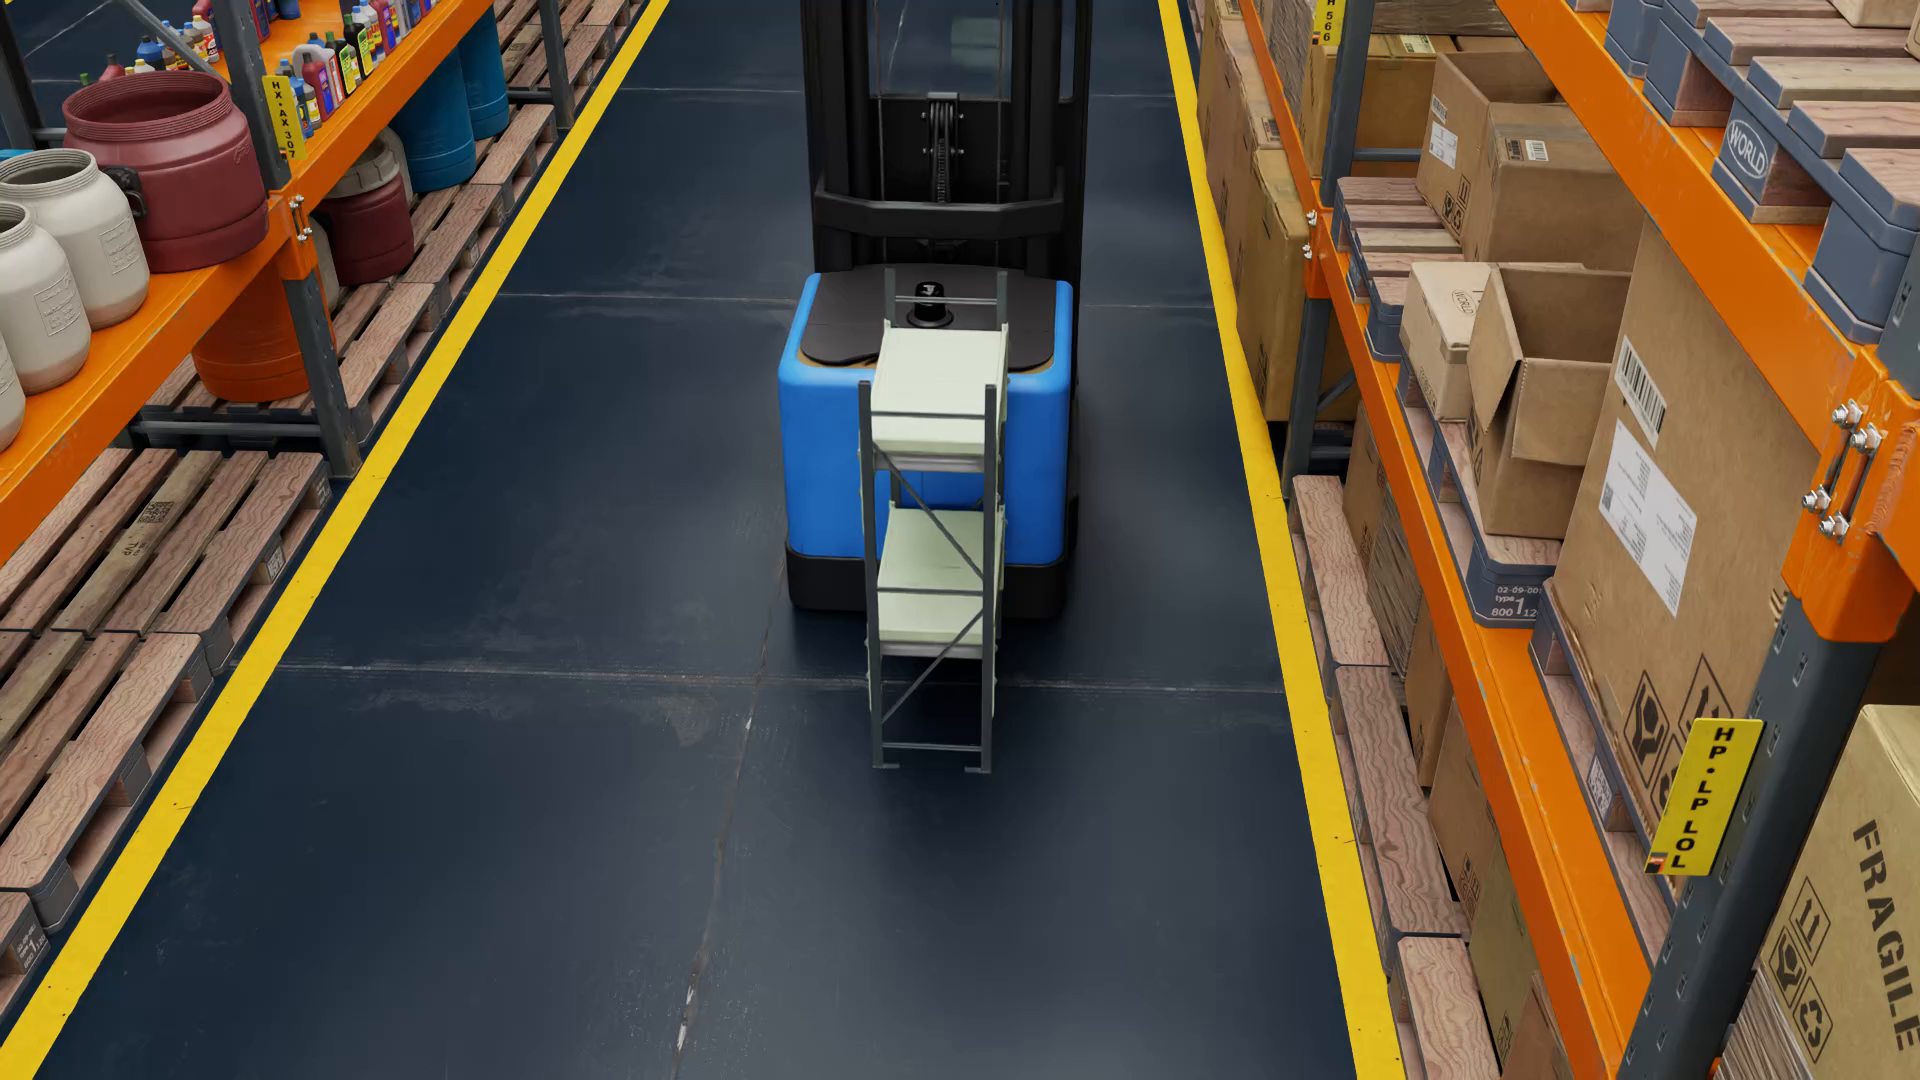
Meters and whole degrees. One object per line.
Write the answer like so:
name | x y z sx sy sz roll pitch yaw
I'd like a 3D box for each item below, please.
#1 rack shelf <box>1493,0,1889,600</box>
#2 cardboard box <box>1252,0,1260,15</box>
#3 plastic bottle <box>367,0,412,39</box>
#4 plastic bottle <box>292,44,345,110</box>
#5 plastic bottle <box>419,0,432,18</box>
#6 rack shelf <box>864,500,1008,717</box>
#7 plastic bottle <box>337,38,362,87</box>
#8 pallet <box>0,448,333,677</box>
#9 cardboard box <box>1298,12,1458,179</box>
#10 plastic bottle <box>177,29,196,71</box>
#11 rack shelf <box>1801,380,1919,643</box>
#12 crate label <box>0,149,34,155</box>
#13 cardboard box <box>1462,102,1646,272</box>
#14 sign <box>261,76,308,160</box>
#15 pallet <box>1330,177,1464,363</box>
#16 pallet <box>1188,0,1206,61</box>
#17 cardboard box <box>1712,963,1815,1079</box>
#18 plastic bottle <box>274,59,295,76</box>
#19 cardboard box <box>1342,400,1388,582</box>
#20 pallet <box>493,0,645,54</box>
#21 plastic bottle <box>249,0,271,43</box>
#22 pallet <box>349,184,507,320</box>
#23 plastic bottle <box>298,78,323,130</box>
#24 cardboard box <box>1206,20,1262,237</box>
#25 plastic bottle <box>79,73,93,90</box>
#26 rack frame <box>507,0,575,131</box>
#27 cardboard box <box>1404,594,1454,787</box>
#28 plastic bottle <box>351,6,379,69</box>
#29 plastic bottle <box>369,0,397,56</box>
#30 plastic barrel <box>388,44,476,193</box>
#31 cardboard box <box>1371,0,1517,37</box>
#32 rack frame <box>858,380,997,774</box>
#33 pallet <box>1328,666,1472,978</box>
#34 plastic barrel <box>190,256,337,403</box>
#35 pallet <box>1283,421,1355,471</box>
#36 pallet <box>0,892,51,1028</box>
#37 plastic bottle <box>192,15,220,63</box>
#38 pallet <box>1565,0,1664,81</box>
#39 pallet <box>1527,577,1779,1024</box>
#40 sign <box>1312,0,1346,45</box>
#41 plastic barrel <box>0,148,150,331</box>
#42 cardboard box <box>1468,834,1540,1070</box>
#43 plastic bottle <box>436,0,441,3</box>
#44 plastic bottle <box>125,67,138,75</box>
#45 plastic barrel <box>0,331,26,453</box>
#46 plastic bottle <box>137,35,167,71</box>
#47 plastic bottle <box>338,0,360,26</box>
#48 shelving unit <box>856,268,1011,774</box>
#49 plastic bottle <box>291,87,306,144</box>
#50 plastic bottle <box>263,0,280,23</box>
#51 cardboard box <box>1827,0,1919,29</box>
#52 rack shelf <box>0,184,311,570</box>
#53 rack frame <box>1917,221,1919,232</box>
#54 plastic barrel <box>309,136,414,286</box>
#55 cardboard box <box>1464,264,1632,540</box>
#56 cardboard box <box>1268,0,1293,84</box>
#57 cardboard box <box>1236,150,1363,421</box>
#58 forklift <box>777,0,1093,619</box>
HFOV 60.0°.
rack shelf | 1.779 -1.197 3.862 1.077 0.370 4.000 1 35 2
cardboard box | 1.712 -2.917 8.206 0.500 0.500 0.500 1 35 1
plastic bottle | -2.694 -2.515 7.828 0.152 0.276 0.135 1 35 2
plastic bottle | -2.731 -1.984 7.072 0.152 0.276 0.135 1 35 2
plastic bottle | -2.635 -2.700 8.085 0.061 0.283 0.133 1 35 2
rack shelf | -0.070 0.222 5.697 0.431 0.370 0.720 2 35 3
plastic bottle | -2.694 -2.096 7.296 0.097 0.201 0.097 0 35 0
pallet | -3.160 0.057 6.485 1.003 0.211 1.213 1 35 2
cardboard box | 1.631 -1.743 6.535 0.500 0.500 0.500 2 35 3
plastic bottle | -3.448 -2.167 7.397 0.097 0.201 0.097 0 35 0
rack shelf | 1.618 1.101 0.592 1.077 0.370 4.000 1 35 2
crate label | -3.481 -1.226 6.031 0.303 0.233 0.416 1 35 2
cardboard box | 1.955 -0.992 5.100 0.700 0.500 0.500 6 36 9
sign | -2.540 -1.586 6.256 0.100 0.325 0.005 1 35 2
pallet | 1.937 -0.923 5.621 1.213 0.211 1.003 1 35 2
pallet | 2.175 -3.708 11.843 1.003 0.211 1.213 1 35 2
cardboard box | 1.618 0.979 2.402 0.875 0.500 0.500 1 35 2
plastic bottle | -2.856 -1.946 7.082 0.097 0.201 0.097 0 35 0
cardboard box | 1.852 -0.185 6.196 0.700 0.500 0.500 0 35 -1
pallet | -2.892 -3.811 11.989 1.003 0.211 1.213 1 35 2
plastic bottle | -3.303 -2.482 7.774 0.061 0.283 0.133 1 35 2
pallet | -3.048 -1.540 8.757 1.003 0.211 1.213 1 35 2
plastic bottle | -2.714 -1.809 6.889 0.097 0.201 0.097 0 35 0
cardboard box | 1.979 -2.132 8.658 1.225 0.875 0.875 0 35 0
plastic bottle | -3.500 -1.722 6.693 0.061 0.283 0.133 1 35 2
rack frame | -2.929 -3.826 9.585 1.000 3.000 0.127 1 35 2
cardboard box | 1.827 0.460 5.279 0.700 0.500 0.500 4 35 6
plastic bottle | -2.684 -2.257 7.465 0.097 0.271 0.097 0 35 0
plastic bottle | -2.658 -2.384 7.635 0.061 0.283 0.133 1 35 2
plastic barrel | -2.997 -2.420 9.045 0.600 0.901 0.708 1 35 2
cardboard box | 1.905 -2.284 6.432 0.797 0.503 0.637 2 35 3
rack frame | -0.094 0.165 5.211 0.400 1.500 0.023 2 35 3
pallet | 1.774 0.876 5.321 1.003 0.211 1.213 1 35 2
plastic barrel | -3.087 -1.093 7.219 0.600 0.830 0.708 1 35 2
pallet | 1.966 -0.724 7.596 1.003 0.211 1.213 1 35 2
pallet | -3.258 1.459 4.490 1.003 0.211 1.213 1 35 2
plastic bottle | -3.440 -2.279 7.556 0.097 0.201 0.097 0 35 0
pallet | 1.868 -1.214 3.423 1.213 0.211 1.003 1 35 2
pallet | 1.874 0.528 3.557 1.003 0.211 1.213 1 35 2
sign | 1.304 -1.898 5.835 0.100 0.325 0.005 1 35 2
plastic barrel | -2.918 -0.977 5.435 0.421 0.512 0.421 0 35 0
cardboard box | 1.782 1.102 4.365 0.700 0.500 0.500 1 35 2
plastic bottle | -2.672 -2.831 8.277 0.152 0.276 0.135 1 35 2
plastic bottle | -3.468 -1.887 6.999 0.097 0.201 0.097 0 35 0
plastic barrel | -2.946 -0.500 4.734 0.433 0.535 0.433 0 35 0
plastic bottle | -3.460 -2.028 7.138 0.097 0.271 0.097 0 35 0
plastic bottle | -2.841 -2.563 7.831 0.144 0.351 0.185 1 35 2
shelving unit | -0.070 -0.045 5.510 0.431 1.500 0.755 2 35 3
plastic bottle | -2.750 -1.718 6.694 0.152 0.276 0.135 1 35 2
plastic bottle | -3.393 -2.680 7.997 0.144 0.351 0.185 1 35 2
cardboard box | 1.636 -1.002 2.709 0.396 0.266 0.258 3 35 4
rack shelf | -3.170 -0.084 4.887 1.077 0.370 4.000 1 35 2
rack frame | 1.698 -1.570 1.157 1.000 3.000 0.127 1 35 2
plastic barrel | -3.042 -1.643 8.211 0.600 0.588 0.708 1 35 2
cardboard box | 1.676 -0.327 4.152 0.797 0.503 0.637 5 35 7
cardboard box | 1.675 -2.328 7.367 0.500 0.500 0.500 0 35 0
cardboard box | 1.908 -1.112 7.206 1.225 0.875 0.875 0 35 0
forklift | -0.032 -1.731 6.664 1.130 2.935 3.031 2 35 3
